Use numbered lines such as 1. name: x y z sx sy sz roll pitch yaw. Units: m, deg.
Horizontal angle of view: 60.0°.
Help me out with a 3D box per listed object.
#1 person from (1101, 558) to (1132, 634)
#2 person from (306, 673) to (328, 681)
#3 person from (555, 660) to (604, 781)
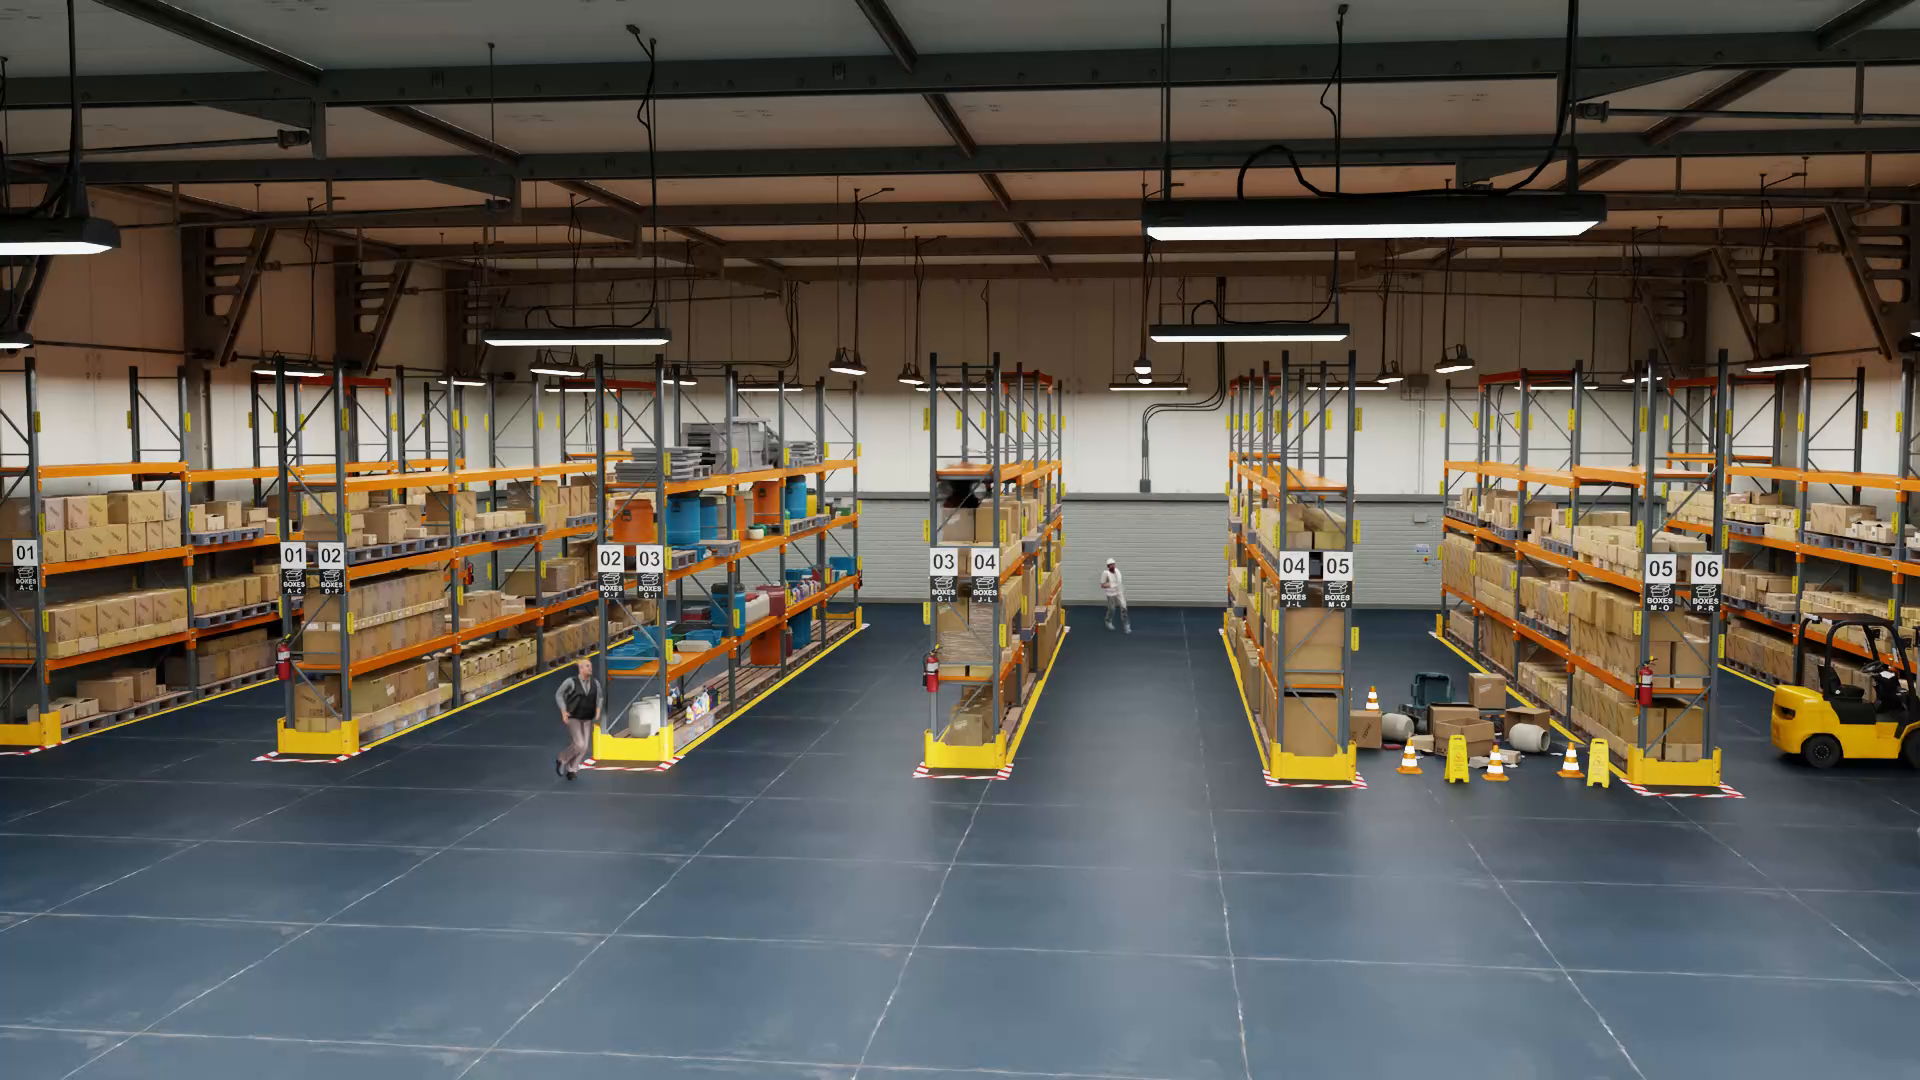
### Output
1. person: 3.624 1.323 39.523 0.689 1.786 0.890 -2 4 -25
2. person: -11.424 2.102 29.680 0.618 1.629 0.742 0 4 7
3. person: -5.308 2.523 23.395 0.686 1.676 0.548 -4 6 -44
